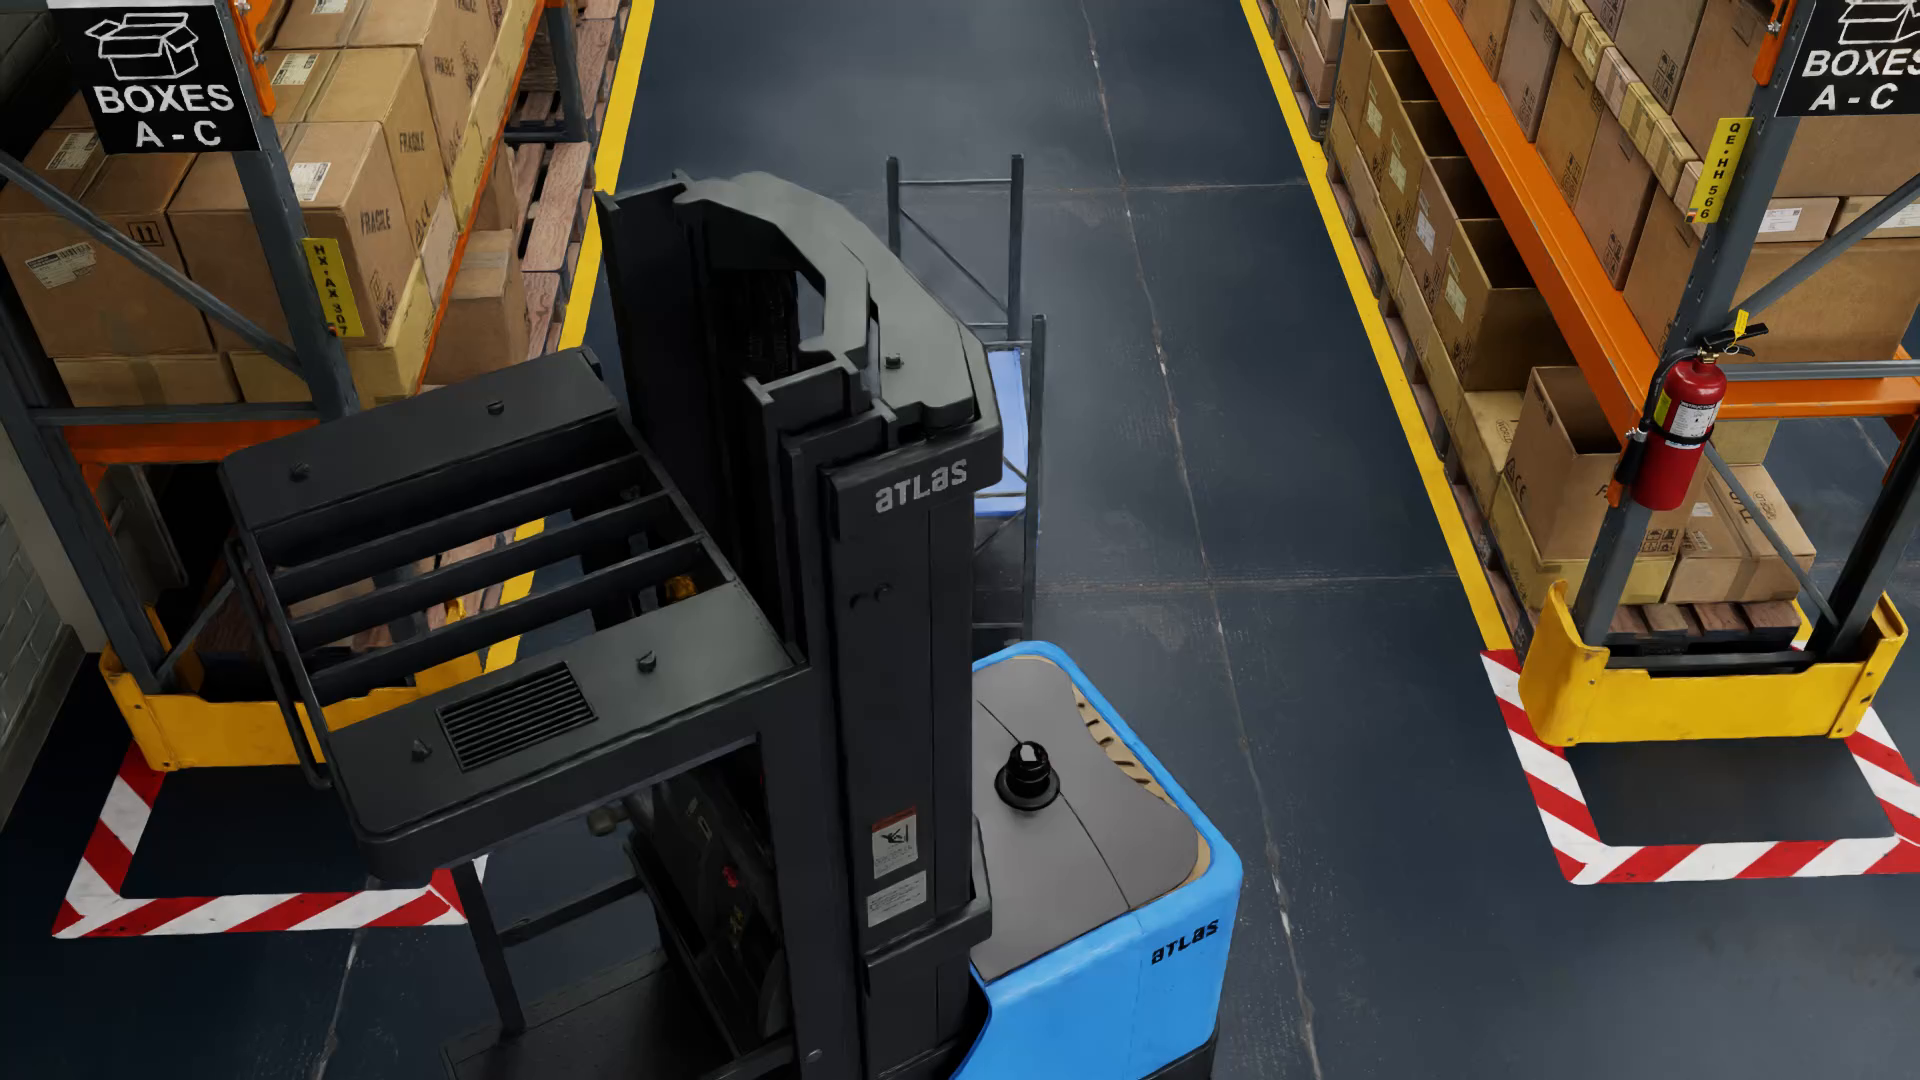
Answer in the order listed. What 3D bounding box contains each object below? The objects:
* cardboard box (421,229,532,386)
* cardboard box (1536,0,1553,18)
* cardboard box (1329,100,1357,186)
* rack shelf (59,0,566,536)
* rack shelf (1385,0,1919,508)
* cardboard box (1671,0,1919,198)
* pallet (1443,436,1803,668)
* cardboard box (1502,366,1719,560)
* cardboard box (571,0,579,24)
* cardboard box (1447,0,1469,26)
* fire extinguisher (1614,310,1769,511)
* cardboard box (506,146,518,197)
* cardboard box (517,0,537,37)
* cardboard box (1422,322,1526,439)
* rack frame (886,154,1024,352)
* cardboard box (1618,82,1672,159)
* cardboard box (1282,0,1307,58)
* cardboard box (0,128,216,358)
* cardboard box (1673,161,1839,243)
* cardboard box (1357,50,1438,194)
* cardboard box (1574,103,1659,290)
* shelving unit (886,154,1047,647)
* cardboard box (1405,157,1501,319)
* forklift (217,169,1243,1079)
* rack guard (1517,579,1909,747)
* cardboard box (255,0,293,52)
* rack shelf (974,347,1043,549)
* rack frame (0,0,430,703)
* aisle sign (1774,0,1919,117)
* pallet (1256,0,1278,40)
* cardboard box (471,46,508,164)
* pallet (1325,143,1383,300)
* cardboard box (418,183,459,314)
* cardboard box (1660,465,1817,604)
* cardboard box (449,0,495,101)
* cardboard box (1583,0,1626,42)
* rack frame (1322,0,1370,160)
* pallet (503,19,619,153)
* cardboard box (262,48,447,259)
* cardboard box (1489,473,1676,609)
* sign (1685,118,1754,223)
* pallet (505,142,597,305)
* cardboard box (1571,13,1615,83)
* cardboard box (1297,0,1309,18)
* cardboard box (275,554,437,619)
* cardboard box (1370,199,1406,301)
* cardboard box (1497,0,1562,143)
[{"bbox_3d":[-2.245,-0.961,7.103,0.700,0.500,0.500,-4,43,-4],"label":"cardboard box"},{"bbox_3d":[2.375,-2.089,6.256,0.380,0.149,0.250,-2,43,-2],"label":"cardboard box"},{"bbox_3d":[2.196,-2.034,8.473,0.500,0.250,0.500,-2,43,-2],"label":"cardboard box"},{"bbox_3d":[-2.385,-1.454,6.649,1.077,0.370,4.000,-2,43,-2],"label":"rack shelf"},{"bbox_3d":[2.565,-1.599,6.807,1.077,0.370,4.000,-2,43,-2],"label":"rack shelf"},{"bbox_3d":[2.640,-1.380,5.002,0.700,0.500,0.500,-1,43,-2],"label":"cardboard box"},{"bbox_3d":[2.575,-0.001,6.595,1.003,0.211,1.213,-2,43,-2],"label":"pallet"},{"bbox_3d":[2.329,-0.285,6.010,0.500,0.500,0.500,-2,43,-2],"label":"cardboard box"},{"bbox_3d":[-2.589,-3.154,9.496,0.700,0.500,0.500,-2,43,-3],"label":"cardboard box"},{"bbox_3d":[2.534,-2.596,7.288,0.700,0.500,0.500,-2,43,-2],"label":"cardboard box"},{"bbox_3d":[2.190,-0.392,5.015,0.296,0.674,0.183,-2,43,-2],"label":"fire extinguisher"},{"bbox_3d":[-2.417,-1.827,8.295,0.380,0.166,0.250,-7,43,-7],"label":"cardboard box"},{"bbox_3d":[-2.134,-2.374,7.216,0.500,0.250,0.500,-1,43,-2],"label":"cardboard box"},{"bbox_3d":[2.275,-0.683,7.000,0.500,0.250,0.500,-2,43,-2],"label":"cardboard box"},{"bbox_3d":[-0.018,-0.838,6.555,0.500,1.500,0.032,-2,43,-2],"label":"rack frame"},{"bbox_3d":[2.419,-1.392,5.494,0.380,0.149,0.250,-2,43,-2],"label":"cardboard box"},{"bbox_3d":[2.153,-2.969,9.493,0.500,0.250,0.500,-2,43,-2],"label":"cardboard box"},{"bbox_3d":[-2.532,-0.910,5.064,0.500,0.500,0.500,-2,43,-2],"label":"cardboard box"},{"bbox_3d":[2.443,-1.042,5.113,0.380,0.149,0.250,-2,43,-3],"label":"cardboard box"},{"bbox_3d":[2.216,-1.973,7.851,0.500,0.500,0.500,-2,43,-2],"label":"cardboard box"},{"bbox_3d":[2.615,-1.221,5.788,0.700,0.500,0.500,-1,43,-1],"label":"cardboard box"},{"bbox_3d":[0.004,-0.495,6.180,0.538,1.500,1.048,-2,43,-2],"label":"shelving unit"},{"bbox_3d":[2.252,-1.297,7.115,0.500,0.500,0.500,-2,43,-2],"label":"cardboard box"},{"bbox_3d":[-0.789,0.759,3.753,3.031,2.935,1.130,-21,47,-22],"label":"forklift"},{"bbox_3d":[2.650,0.424,5.918,1.175,0.500,0.348,-2,43,-2],"label":"rack guard"},{"bbox_3d":[-2.570,-1.599,5.816,0.500,0.500,0.500,-3,43,-3],"label":"cardboard box"},{"bbox_3d":[0.004,-0.363,6.302,0.538,0.185,1.000,-2,43,-2],"label":"rack shelf"},{"bbox_3d":[-2.300,-0.369,4.933,1.000,3.000,0.127,-2,43,-2],"label":"rack frame"},{"bbox_3d":[2.359,-1.419,4.155,0.394,0.787,0.004,-2,43,-2],"label":"aisle sign"},{"bbox_3d":[2.354,-3.508,10.421,1.003,0.211,1.213,-2,43,-2],"label":"pallet"},{"bbox_3d":[-2.074,-1.695,6.476,0.500,0.250,0.500,-1,43,-1],"label":"cardboard box"},{"bbox_3d":[2.471,-1.648,8.392,1.003,0.211,1.213,-2,43,-2],"label":"pallet"},{"bbox_3d":[-2.039,-1.010,5.728,0.500,0.250,0.500,-3,43,-3],"label":"cardboard box"},{"bbox_3d":[2.849,-0.024,6.280,0.500,0.250,0.500,-2,43,-2],"label":"cardboard box"},{"bbox_3d":[-2.080,-1.960,6.209,0.500,0.500,0.500,0,43,0],"label":"cardboard box"},{"bbox_3d":[2.590,-2.075,5.760,0.700,0.500,0.500,-1,43,-2],"label":"cardboard box"},{"bbox_3d":[2.480,-3.214,8.037,1.000,3.000,0.127,-2,43,-2],"label":"rack frame"},{"bbox_3d":[-2.504,-2.567,9.395,1.003,0.211,1.213,-2,43,-2],"label":"pallet"},{"bbox_3d":[-2.031,-1.263,5.449,0.500,0.500,0.500,-2,43,-2],"label":"cardboard box"},{"bbox_3d":[2.331,-0.009,6.264,0.500,0.250,0.500,-2,43,-2],"label":"cardboard box"},{"bbox_3d":[2.107,-1.022,4.613,0.100,0.325,0.005,-2,43,-2],"label":"sign"},{"bbox_3d":[-2.406,-1.589,8.328,1.003,0.211,1.213,-2,43,-2],"label":"pallet"},{"bbox_3d":[2.399,-1.739,5.873,0.380,0.149,0.250,0,43,0],"label":"cardboard box"},{"bbox_3d":[2.148,-3.178,9.307,0.500,0.311,0.500,-1,43,-1],"label":"cardboard box"},{"bbox_3d":[-2.239,-0.010,6.205,0.500,0.311,0.500,-6,43,-7],"label":"cardboard box"},{"bbox_3d":[2.229,-1.358,7.736,0.500,0.250,0.500,-2,43,-2],"label":"cardboard box"},{"bbox_3d":[2.574,-1.911,6.541,0.700,0.500,0.500,0,43,-1],"label":"cardboard box"}]
